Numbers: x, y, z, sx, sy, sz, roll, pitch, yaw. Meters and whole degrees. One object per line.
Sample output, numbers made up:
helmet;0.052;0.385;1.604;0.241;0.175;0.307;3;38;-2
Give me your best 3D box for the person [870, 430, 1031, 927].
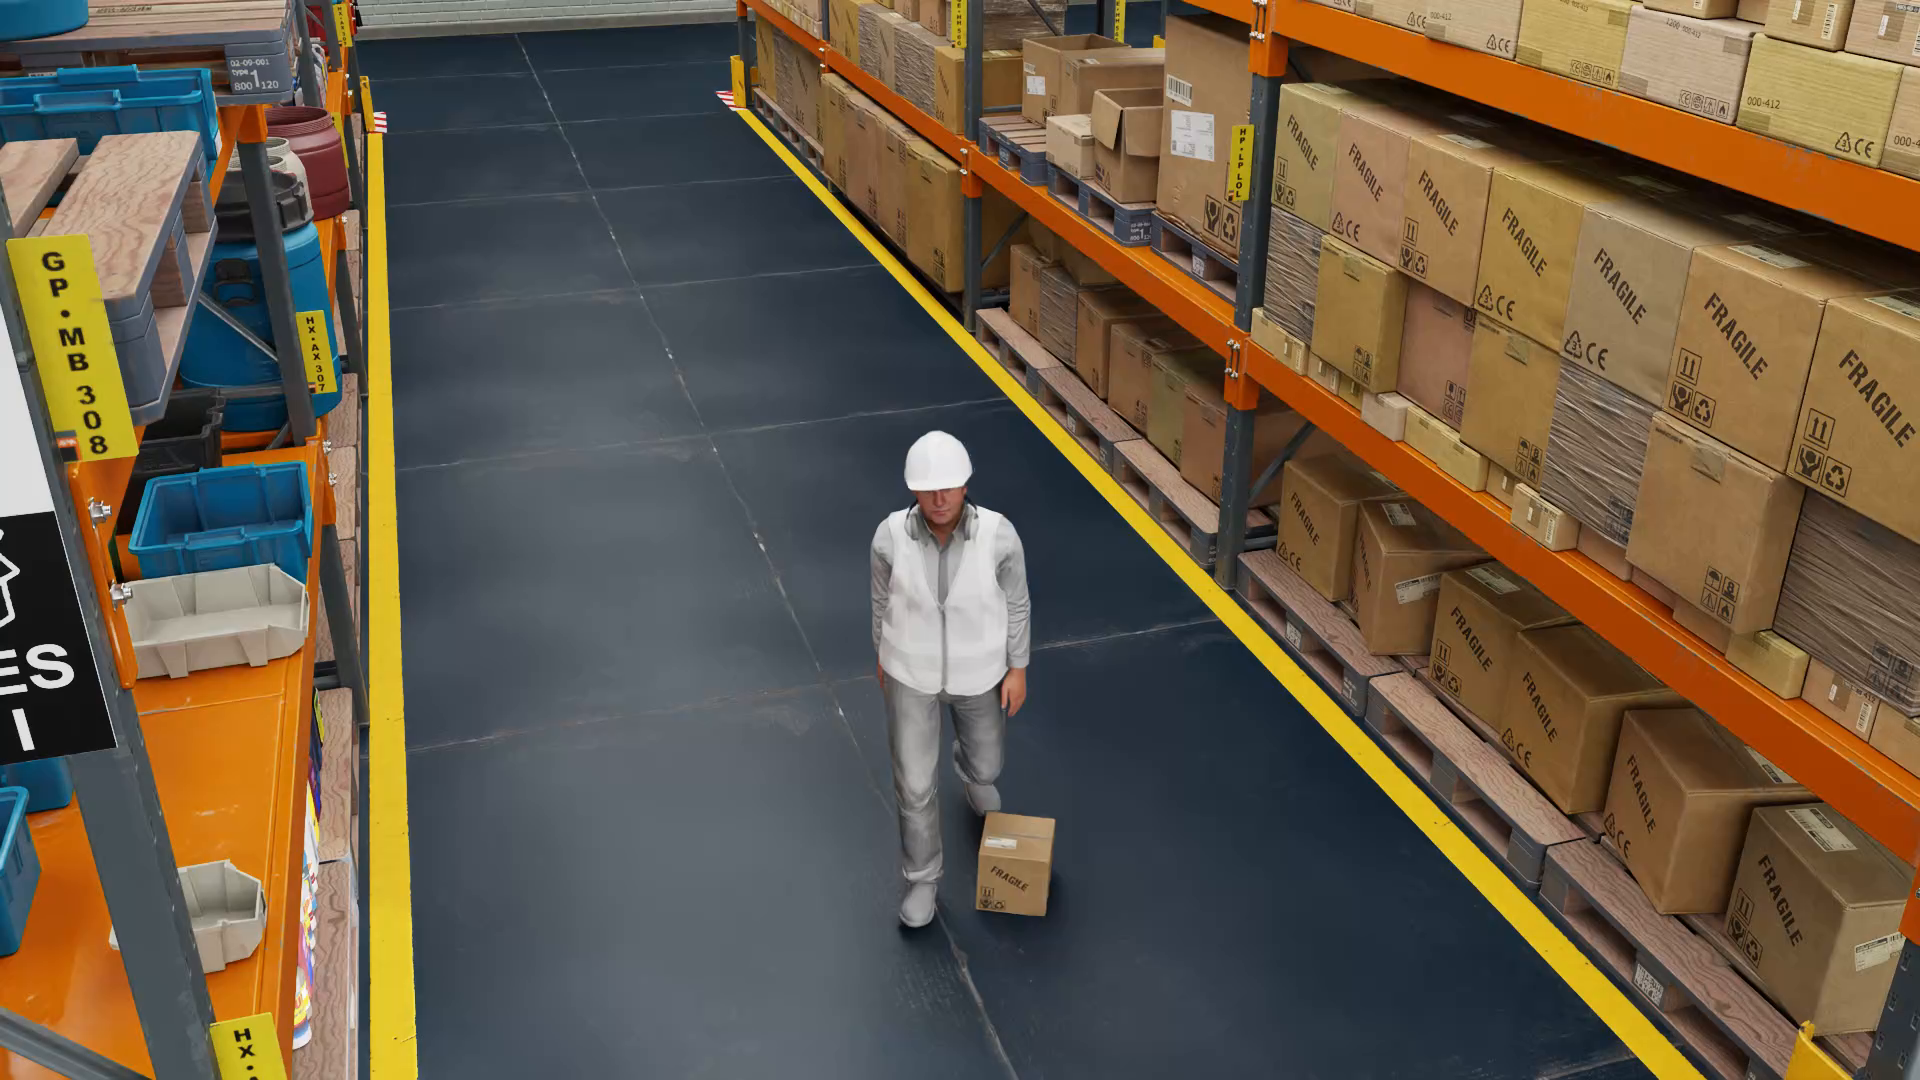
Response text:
person;-0.032;0.406;5.756;0.543;1.741;0.856;-1;26;-1
